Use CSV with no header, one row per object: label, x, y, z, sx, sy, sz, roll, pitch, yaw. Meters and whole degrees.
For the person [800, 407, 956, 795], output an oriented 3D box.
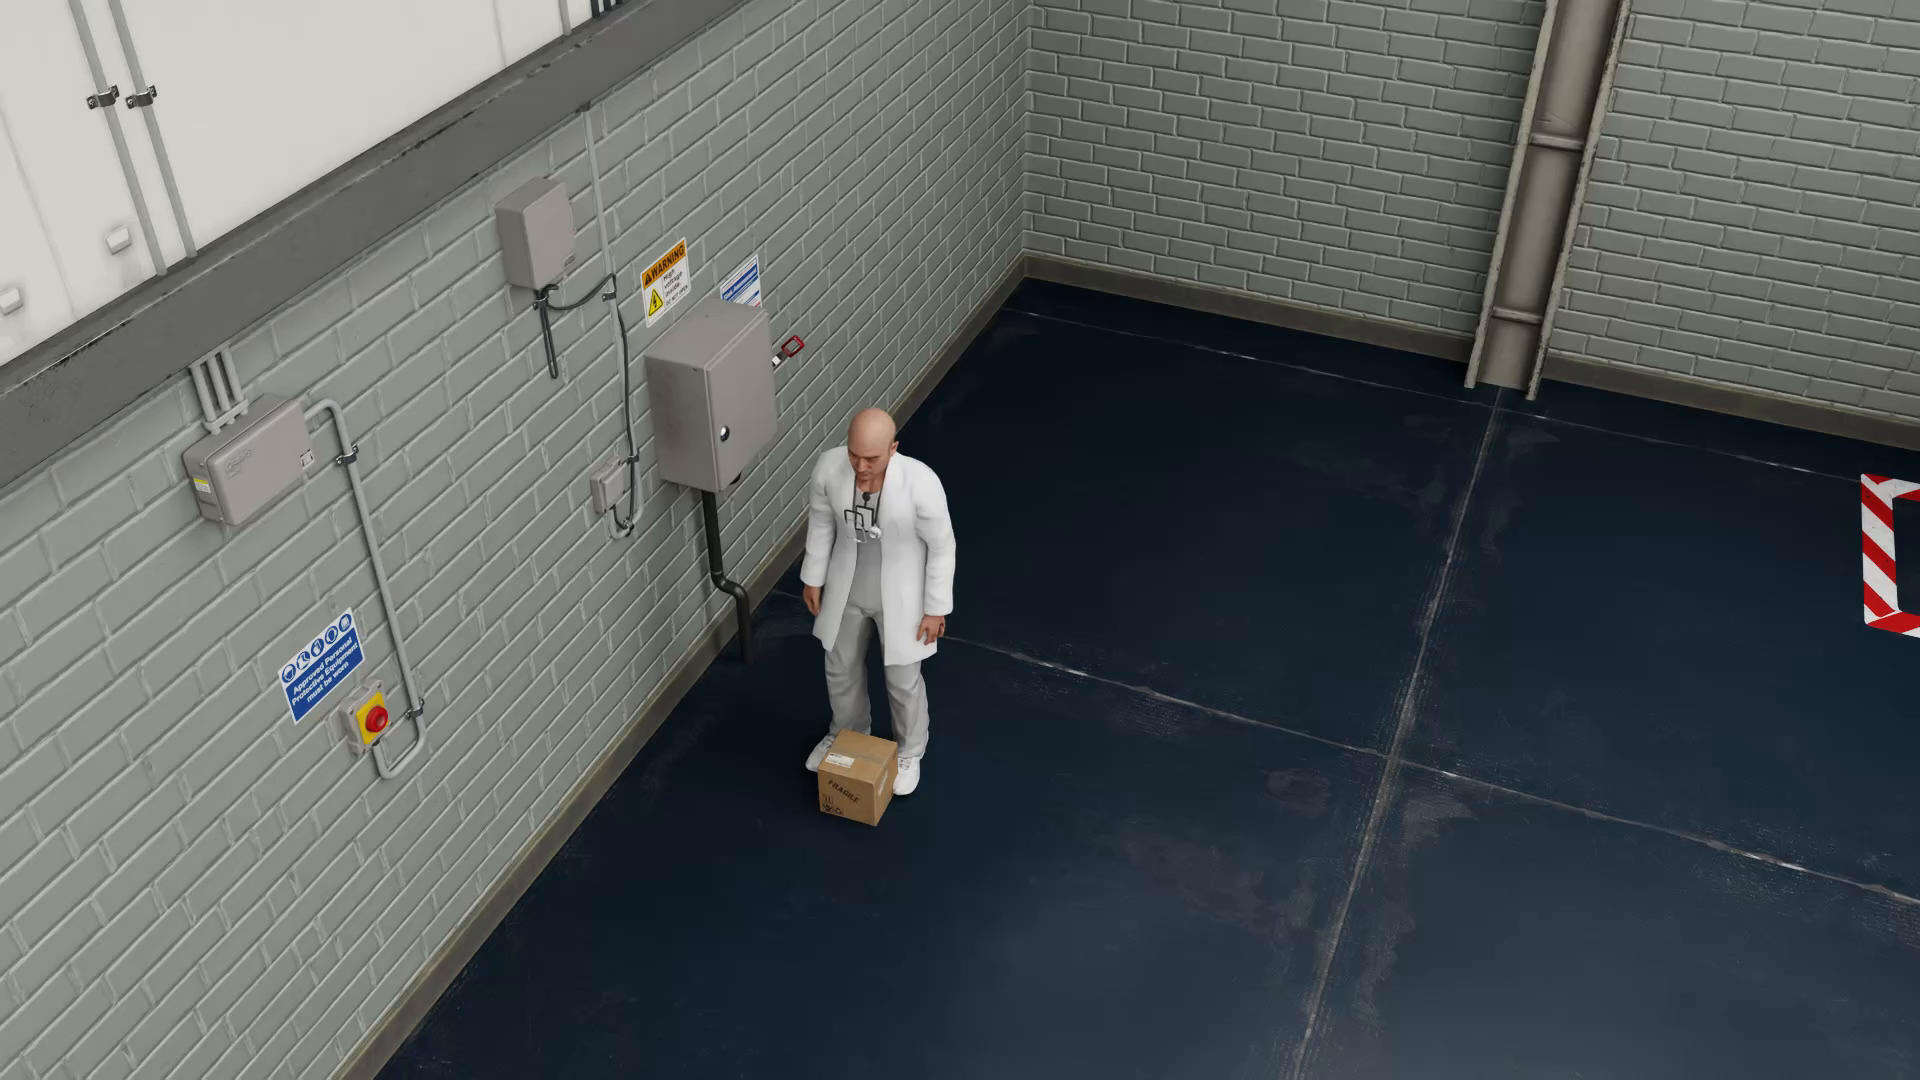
person,-0.329,0.218,6.544,0.642,1.773,0.424,13,39,16
